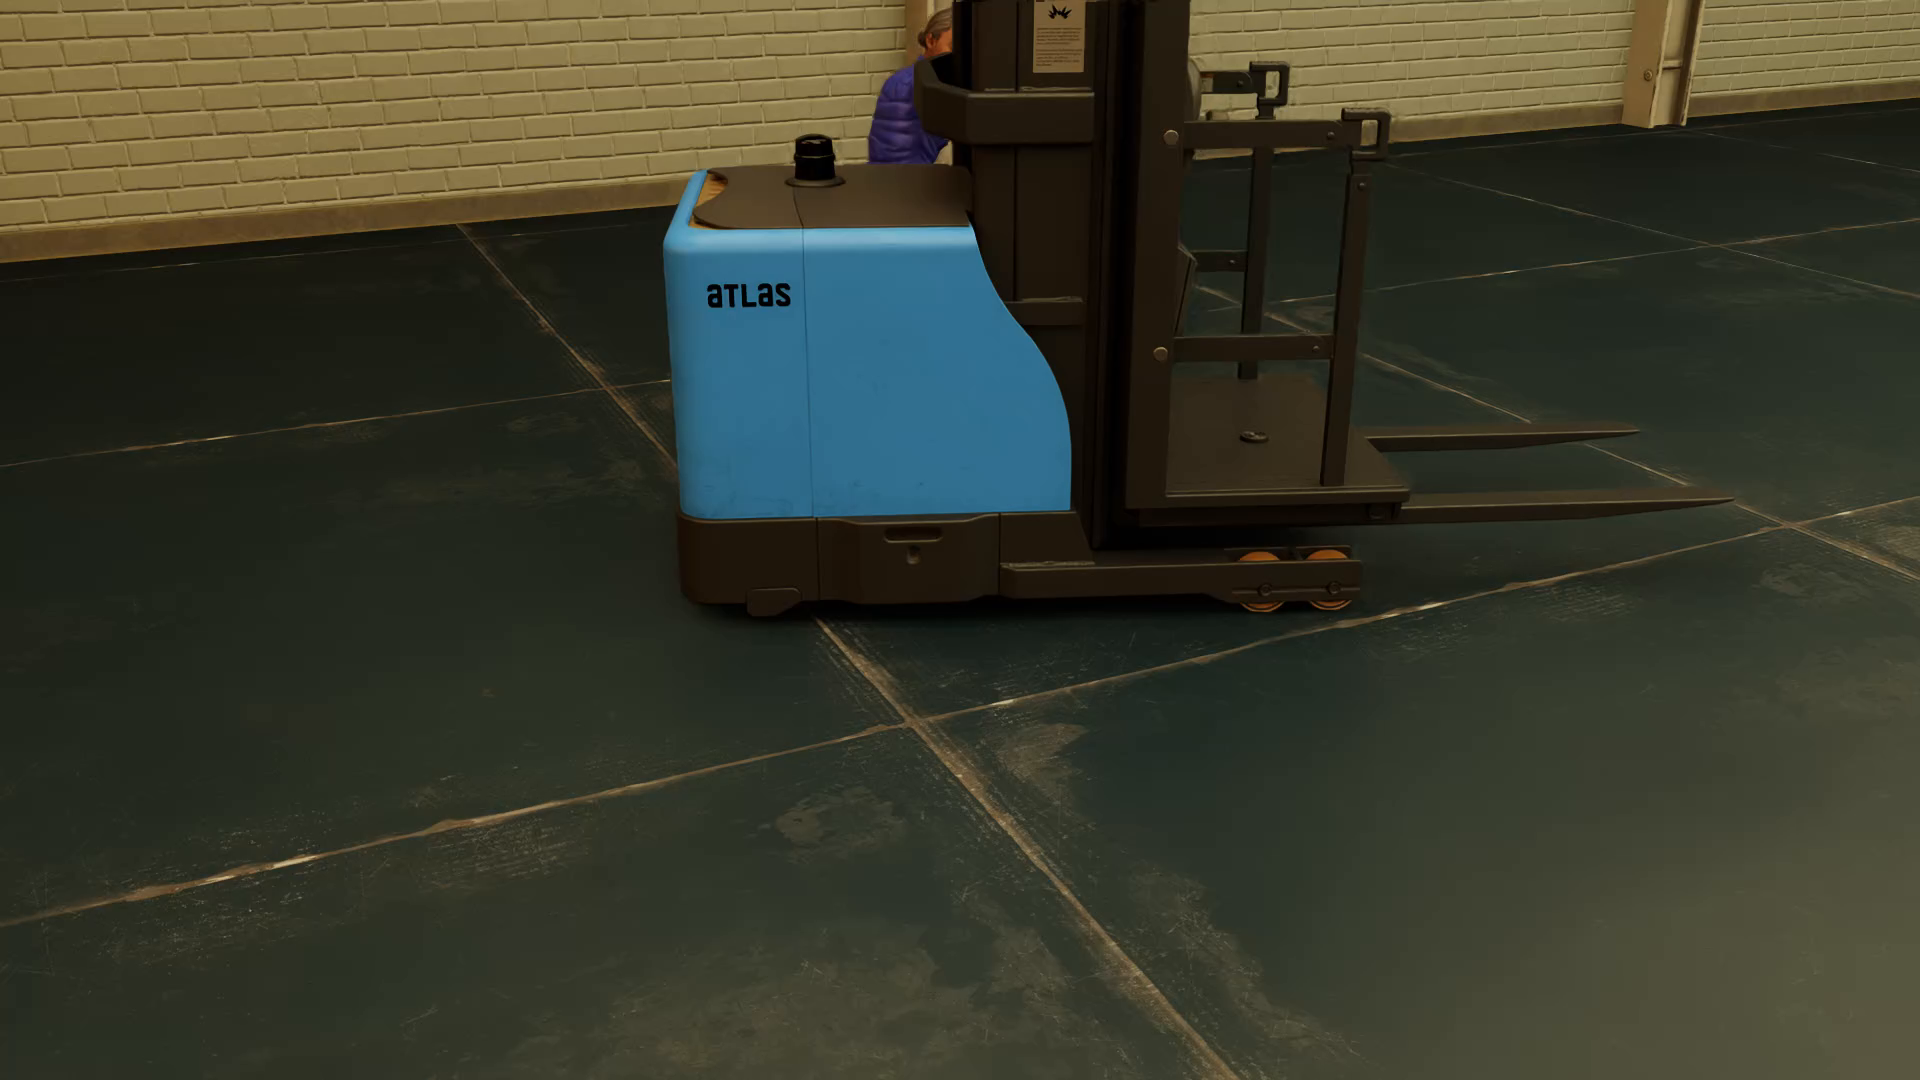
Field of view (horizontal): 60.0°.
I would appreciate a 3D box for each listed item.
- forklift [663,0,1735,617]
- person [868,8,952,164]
[{"bbox_3d":[0.712,-1.353,4.543,3.031,2.935,1.130,-2,23,-4],"label":"forklift"},{"bbox_3d":[0.044,-1.294,6.431,0.827,1.446,1.088,19,29,37],"label":"person"}]
